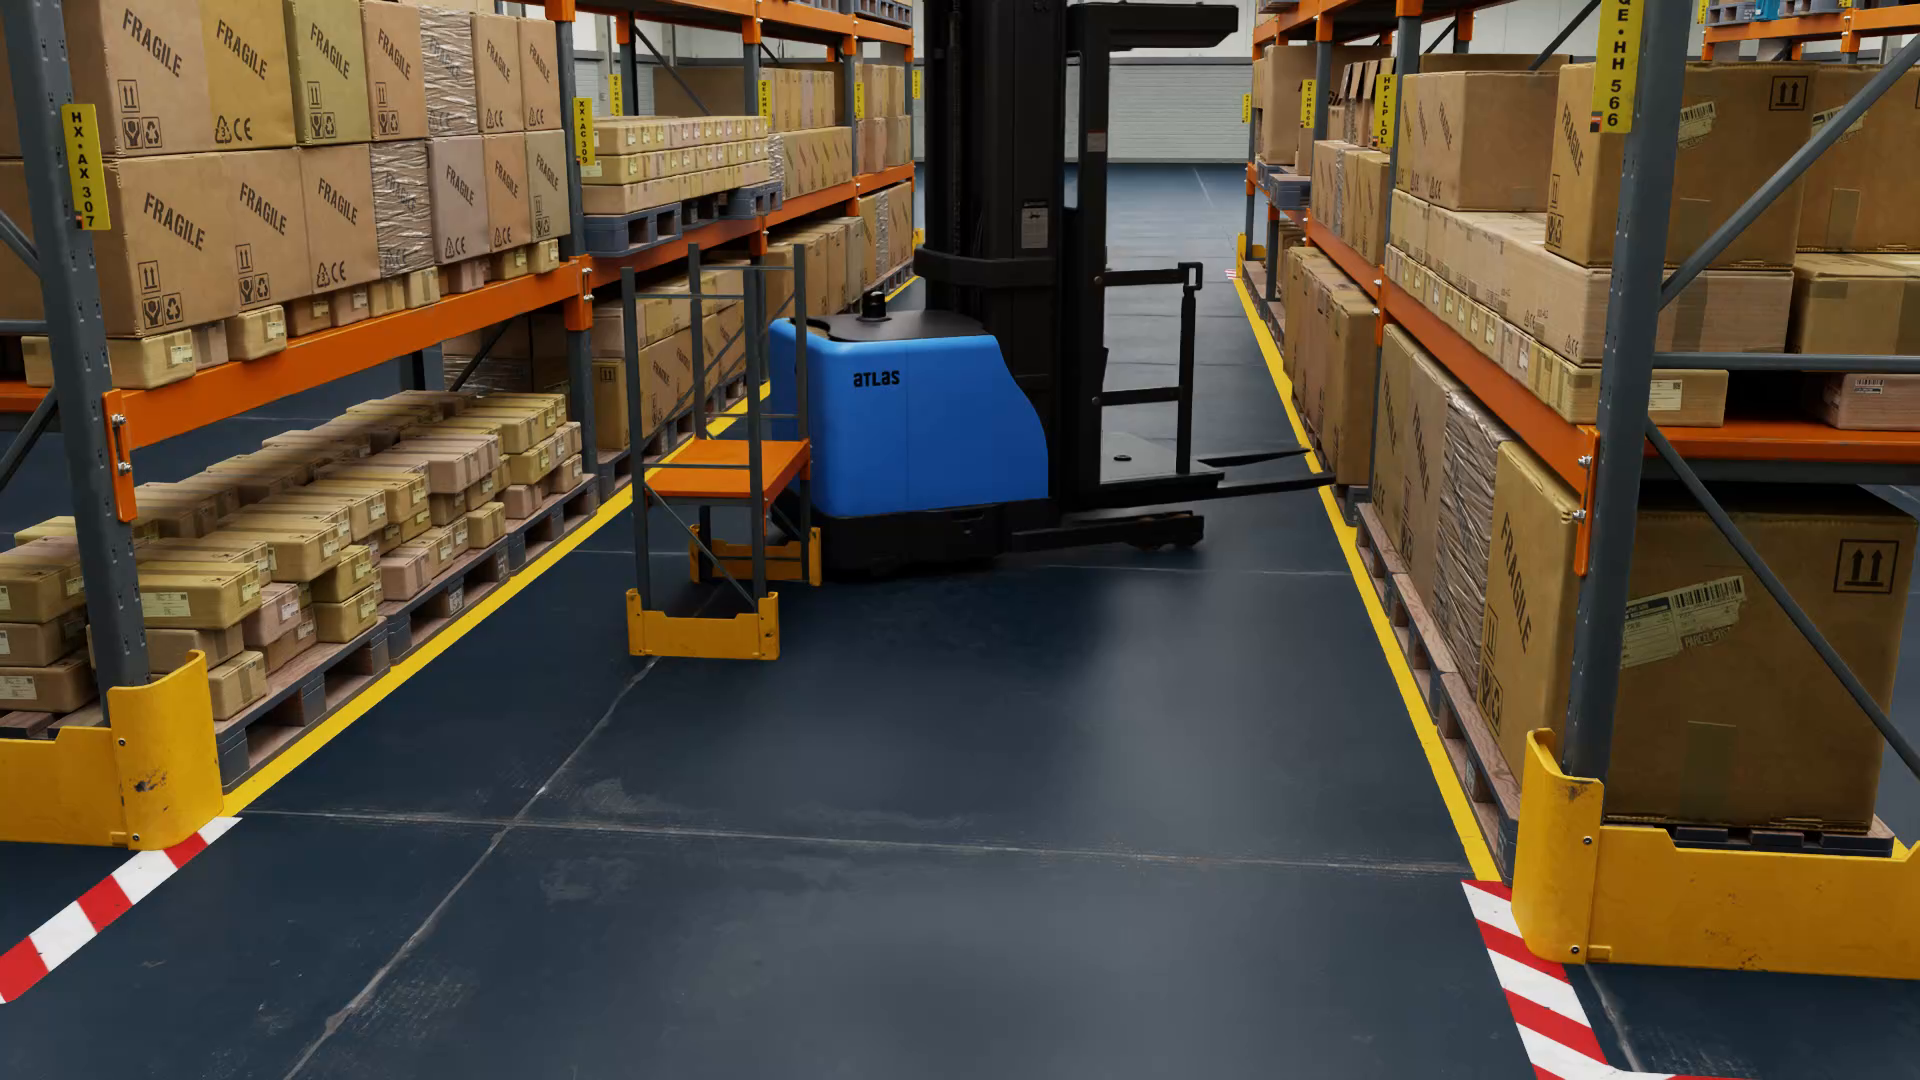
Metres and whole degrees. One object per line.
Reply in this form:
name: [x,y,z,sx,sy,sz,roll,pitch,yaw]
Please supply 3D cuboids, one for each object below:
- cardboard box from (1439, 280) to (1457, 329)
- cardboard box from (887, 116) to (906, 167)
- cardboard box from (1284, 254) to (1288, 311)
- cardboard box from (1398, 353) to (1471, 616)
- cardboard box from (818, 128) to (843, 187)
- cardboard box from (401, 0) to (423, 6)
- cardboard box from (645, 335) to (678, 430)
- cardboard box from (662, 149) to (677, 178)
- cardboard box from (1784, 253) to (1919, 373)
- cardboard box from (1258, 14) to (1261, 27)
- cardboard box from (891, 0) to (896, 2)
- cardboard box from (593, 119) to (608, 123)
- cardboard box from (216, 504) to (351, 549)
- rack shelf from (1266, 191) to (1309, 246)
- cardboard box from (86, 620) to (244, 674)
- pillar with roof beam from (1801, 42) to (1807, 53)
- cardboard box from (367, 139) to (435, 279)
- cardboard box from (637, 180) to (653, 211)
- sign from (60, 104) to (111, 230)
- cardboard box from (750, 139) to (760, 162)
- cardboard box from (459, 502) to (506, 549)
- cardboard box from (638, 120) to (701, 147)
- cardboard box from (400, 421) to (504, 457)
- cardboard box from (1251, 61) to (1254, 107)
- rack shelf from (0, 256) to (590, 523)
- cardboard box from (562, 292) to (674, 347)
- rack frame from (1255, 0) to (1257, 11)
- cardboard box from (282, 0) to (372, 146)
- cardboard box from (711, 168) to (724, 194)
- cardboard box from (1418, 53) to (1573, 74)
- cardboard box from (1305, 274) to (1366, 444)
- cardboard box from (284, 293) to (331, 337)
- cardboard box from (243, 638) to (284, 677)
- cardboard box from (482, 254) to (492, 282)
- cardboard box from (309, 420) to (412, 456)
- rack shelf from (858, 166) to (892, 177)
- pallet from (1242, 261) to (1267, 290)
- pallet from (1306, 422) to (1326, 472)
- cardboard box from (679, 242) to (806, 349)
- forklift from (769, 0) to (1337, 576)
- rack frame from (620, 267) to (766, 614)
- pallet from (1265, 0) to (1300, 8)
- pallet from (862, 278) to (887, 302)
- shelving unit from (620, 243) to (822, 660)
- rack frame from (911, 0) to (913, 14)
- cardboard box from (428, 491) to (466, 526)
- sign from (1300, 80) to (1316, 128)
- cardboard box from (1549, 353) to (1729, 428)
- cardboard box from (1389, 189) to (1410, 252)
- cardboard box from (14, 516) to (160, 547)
cardboard box: [1.970,-0.858,6.071,0.380,0.149,0.250,1,15,5]
cardboard box: [-1.092,-4.567,19.018,0.875,0.550,0.550,2,15,6]
cardboard box: [3.247,-2.250,14.681,0.700,0.500,0.500,2,15,6]
cardboard box: [2.252,-0.226,6.516,0.875,0.875,0.875,2,15,6]
cardboard box: [-1.357,-3.472,15.064,0.500,0.500,0.500,2,15,6]
cardboard box: [-5.996,-5.706,17.490,0.500,0.250,0.500,2,15,7]
cardboard box: [-2.004,-0.940,9.877,0.500,0.500,0.500,2,15,9]
cardboard box: [-1.823,-2.138,9.431,0.380,0.149,0.250,1,15,4]
cardboard box: [2.379,-0.601,4.356,0.500,0.250,0.500,1,15,5]
cardboard box: [3.499,-5.687,17.990,0.500,0.250,0.500,1,15,5]
cardboard box: [-0.900,-5.887,17.927,0.380,0.149,0.250,2,15,7]
cardboard box: [-2.381,-2.509,10.233,0.380,0.149,0.250,1,15,5]
cardboard box: [-2.451,-0.029,6.039,0.380,0.149,0.250,1,15,4]
rack shelf: [3.185,-2.660,13.630,1.077,0.370,4.000,2,15,6]
cardboard box: [-2.546,0.316,5.334,0.380,0.149,0.250,2,15,9]
pillar with roof beam: [18.515,-14.722,45.367,9.100,9.000,0.400,2,15,6]
cardboard box: [-2.381,-1.284,6.404,0.500,0.500,0.500,1,15,5]
cardboard box: [-1.882,-1.865,8.990,0.380,0.149,0.250,2,15,7]
sign: [-2.321,-0.988,4.409,0.100,0.325,0.005,2,15,6]
cardboard box: [-1.589,-2.675,11.414,0.380,0.149,0.250,2,15,8]
cardboard box: [-2.231,-0.069,7.329,0.380,0.149,0.250,2,15,6]
cardboard box: [-1.763,-2.416,9.886,0.380,0.149,0.250,2,15,8]
cardboard box: [-2.308,-0.440,7.559,0.380,0.149,0.250,2,15,8]
cardboard box: [3.529,-5.103,18.611,0.500,0.500,0.500,2,15,6]
rack shelf: [-2.635,-0.757,6.594,1.077,0.370,4.000,2,15,6]
cardboard box: [-2.006,-1.303,9.783,0.500,0.250,0.500,2,15,8]
rack frame: [3.862,-7.459,18.508,1.000,3.000,0.127,2,15,6]
cardboard box: [-2.414,-1.634,5.782,0.500,0.500,0.500,1,15,5]
cardboard box: [-1.707,-2.268,10.480,0.380,0.149,0.250,2,15,8]
cardboard box: [2.572,-2.149,8.250,0.797,0.503,0.637,1,15,5]
cardboard box: [2.660,-1.026,9.477,1.225,0.875,0.875,1,15,4]
cardboard box: [-2.479,-0.815,5.911,0.380,0.149,0.250,2,15,6]
cardboard box: [-2.535,0.391,5.626,0.380,0.149,0.250,2,15,6]
cardboard box: [-2.316,-1.218,7.403,0.380,0.149,0.250,1,15,5]
cardboard box: [-2.730,-0.449,7.592,0.380,0.149,0.250,1,15,5]
rack shelf: [-1.281,-3.964,18.078,0.919,0.124,3.809,2,15,6]
pallet: [3.727,-2.988,18.807,1.003,0.211,1.213,2,15,6]
pallet: [2.655,-0.624,10.067,1.003,0.211,1.213,2,15,6]
cardboard box: [-1.800,-1.933,13.068,1.050,0.750,0.750,1,15,5]
forklift: [0.636,-1.479,8.017,3.031,2.935,1.130,-6,16,-21]
rack frame: [-1.000,-0.276,6.311,0.500,1.500,0.032,1,15,5]
pallet: [3.121,-4.457,13.511,1.213,0.211,1.003,2,15,6]
pallet: [-1.343,-2.547,17.176,1.003,0.211,1.213,2,15,6]
shelving unit: [-0.957,-0.406,6.791,0.587,1.500,1.083,1,15,5]
rack frame: [-1.055,-7.631,19.145,1.000,3.000,0.127,2,15,6]
cardboard box: [-2.345,-0.164,7.109,0.380,0.149,0.250,1,15,4]
sign: [2.419,-3.022,11.527,0.100,0.325,0.005,2,15,6]
cardboard box: [1.769,-0.394,4.354,0.380,0.149,0.250,2,15,7]
cardboard box: [2.195,-1.408,7.339,0.500,0.250,0.500,1,15,5]
cardboard box: [-3.064,0.021,5.853,0.380,0.149,0.250,1,15,5]
